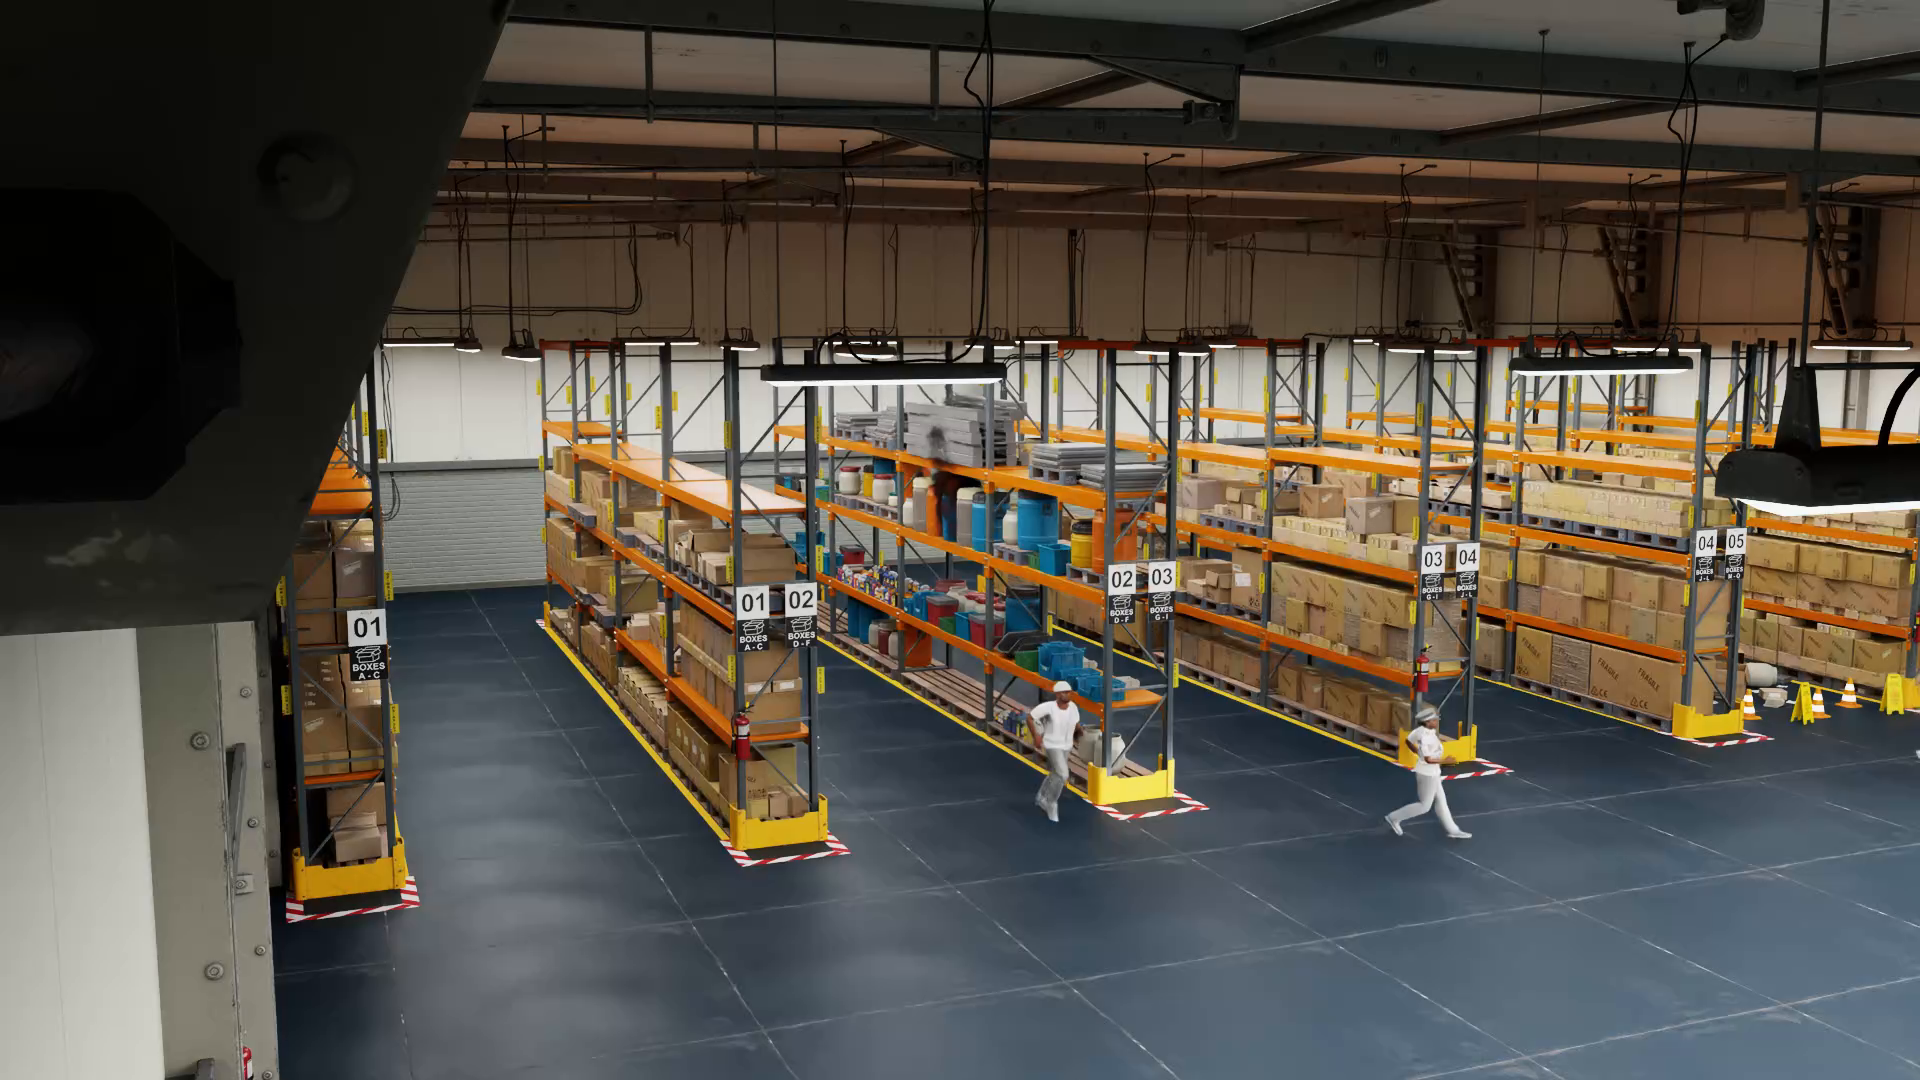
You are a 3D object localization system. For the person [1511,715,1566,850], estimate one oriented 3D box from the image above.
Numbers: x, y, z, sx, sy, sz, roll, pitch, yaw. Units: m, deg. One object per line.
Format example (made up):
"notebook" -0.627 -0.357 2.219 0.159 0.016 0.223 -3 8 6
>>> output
"person" 6.976 2.912 20.048 0.575 1.653 0.571 1 8 11

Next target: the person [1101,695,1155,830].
"person" 2.151 2.757 20.782 0.659 1.659 0.763 3 8 25
